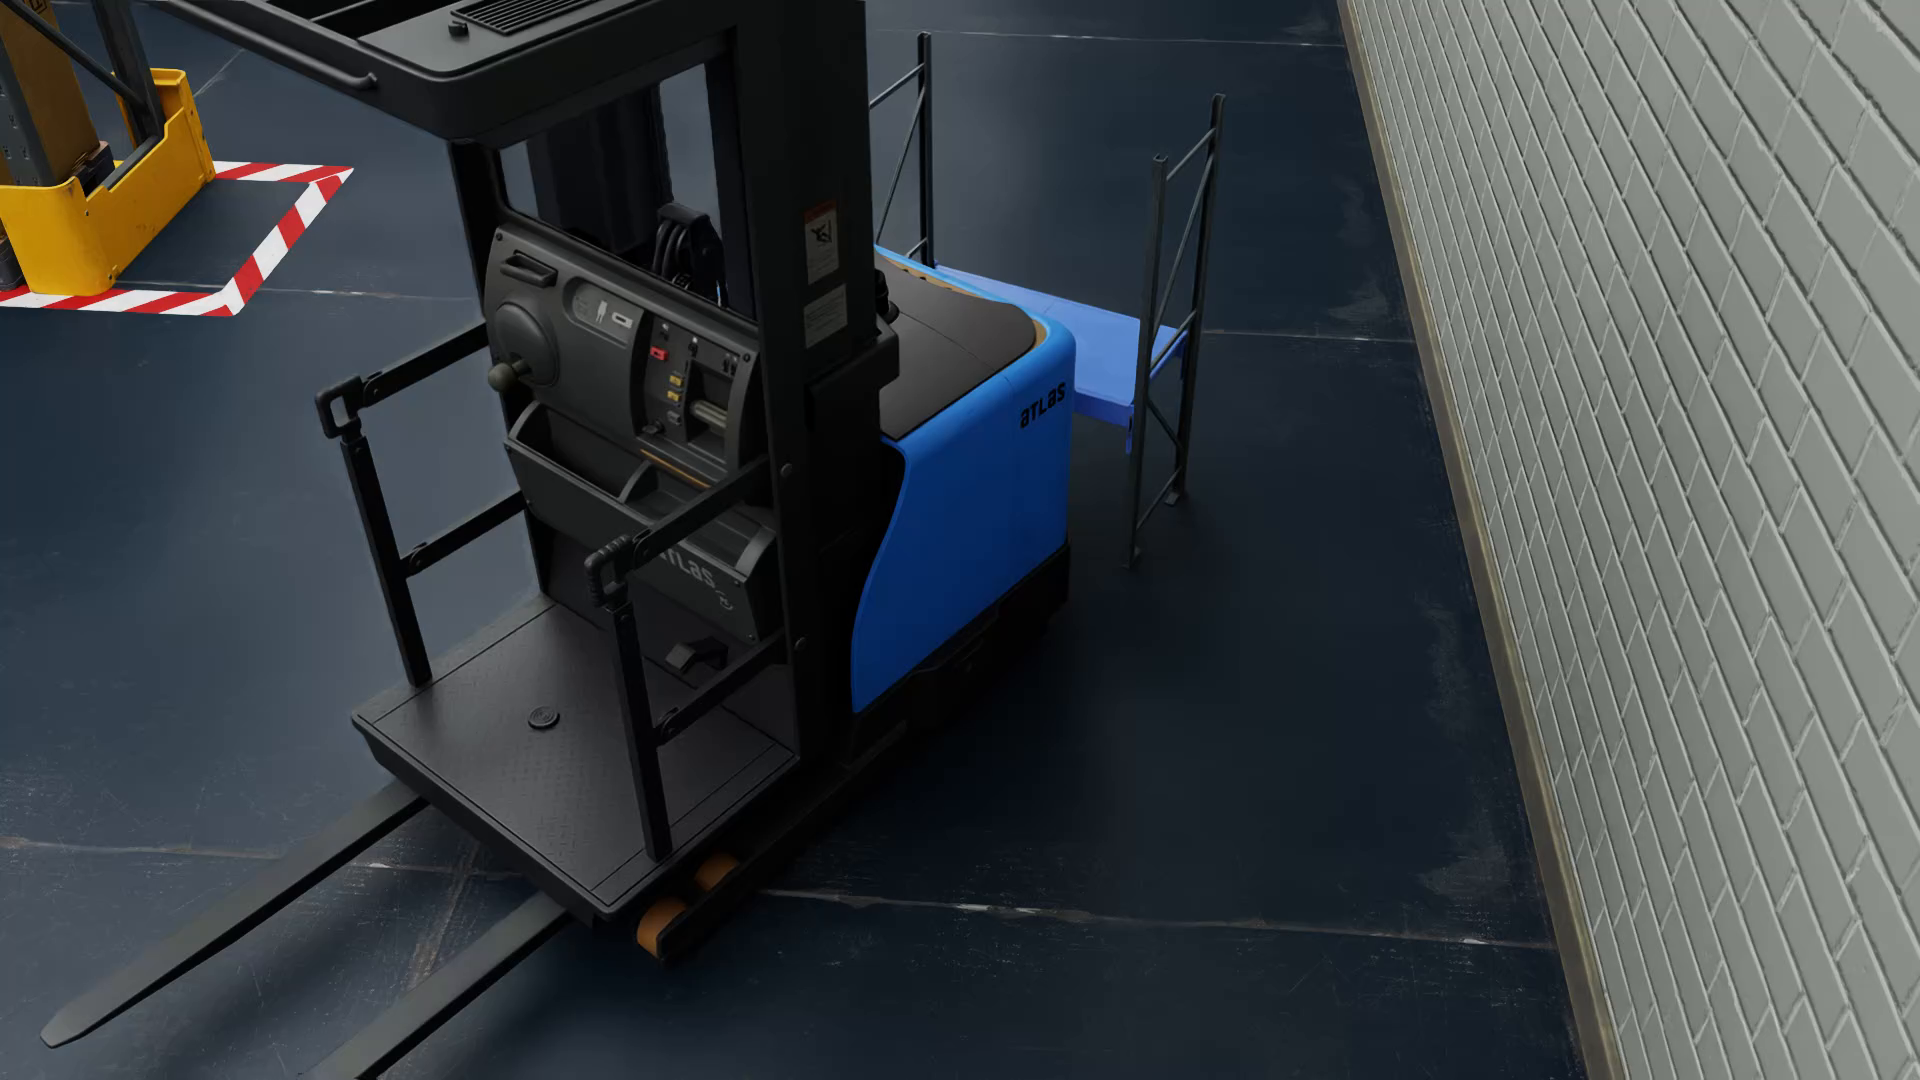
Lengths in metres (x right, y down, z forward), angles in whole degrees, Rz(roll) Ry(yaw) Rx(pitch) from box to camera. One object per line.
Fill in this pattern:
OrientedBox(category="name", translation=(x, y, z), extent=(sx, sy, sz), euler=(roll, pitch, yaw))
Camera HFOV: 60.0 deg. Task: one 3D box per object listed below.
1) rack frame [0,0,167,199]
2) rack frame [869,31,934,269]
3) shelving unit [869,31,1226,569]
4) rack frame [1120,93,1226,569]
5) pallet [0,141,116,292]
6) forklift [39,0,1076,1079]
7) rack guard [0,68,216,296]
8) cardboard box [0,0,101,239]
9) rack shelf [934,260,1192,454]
OrientedBox(category="rack frame", translation=(-3.761, -2.566, 6.526), extent=(0.127, 3.000, 1.000), euler=(3, 39, 4))
OrientedBox(category="rack frame", translation=(-0.223, -0.928, 5.702), extent=(0.032, 1.500, 0.500), euler=(19, 43, 21))
OrientedBox(category="shelving unit", translation=(0.226, -0.778, 5.517), extent=(1.048, 1.500, 0.538), euler=(19, 43, 21))
OrientedBox(category="rack frame", translation=(0.675, -0.627, 5.333), extent=(0.032, 1.500, 0.500), euler=(19, 43, 21))
OrientedBox(category="pallet", translation=(-4.565, -1.478, 7.399), extent=(1.213, 0.211, 1.003), euler=(3, 39, 4))
OrientedBox(category="forklift", translation=(-0.972, -0.392, 3.909), extent=(1.130, 2.935, 3.031), euler=(27, 47, 30))
OrientedBox(category="rack guard", translation=(-3.737, -1.595, 7.313), extent=(0.348, 0.500, 1.175), euler=(3, 39, 4))
OrientedBox(category="cardboard box", translation=(-4.406, -1.889, 7.045), extent=(0.875, 0.875, 0.875), euler=(3, 39, 4))
OrientedBox(category="rack shelf", translation=(0.226, -0.638, 5.631), extent=(1.000, 0.185, 0.538), euler=(19, 43, 21))
